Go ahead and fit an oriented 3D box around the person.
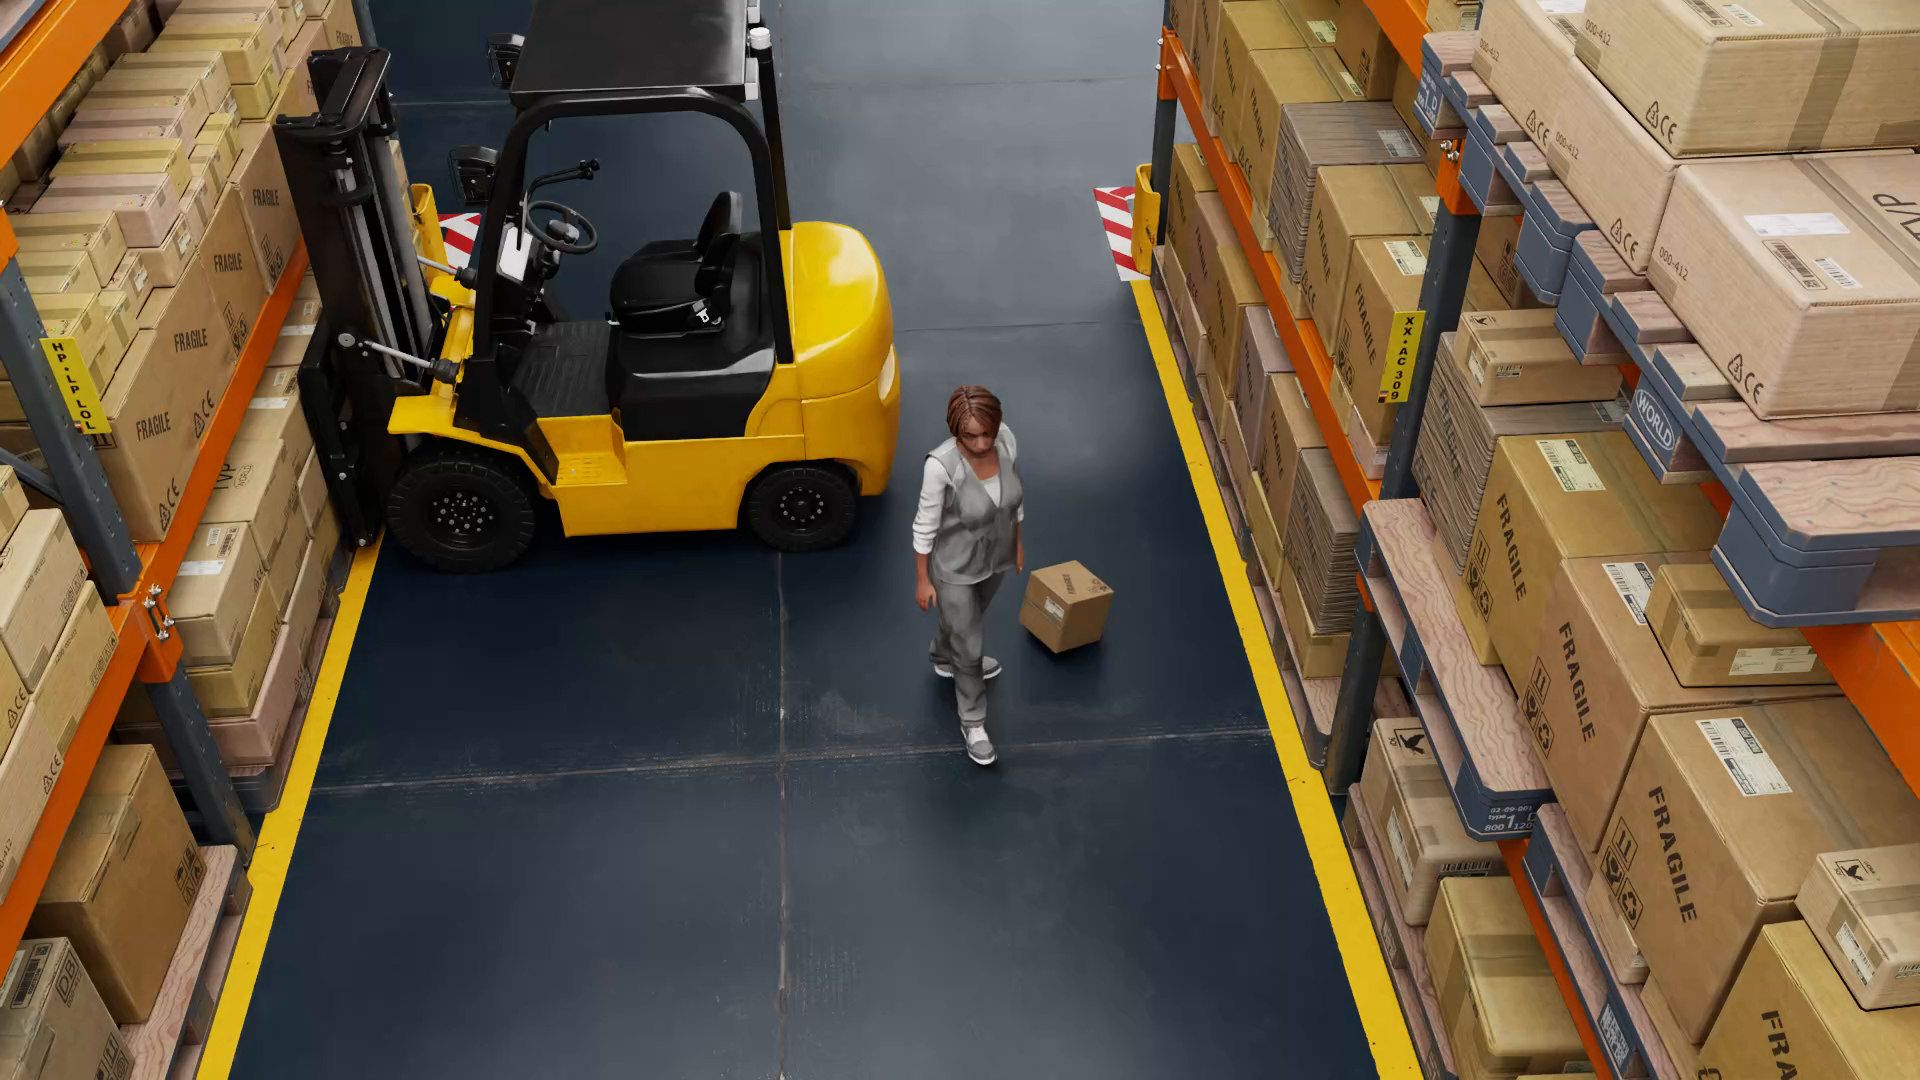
[{"bbox_3d":[0.038,0.072,6.072,0.475,1.583,0.561,-28,47,-29],"label":"person"}]
